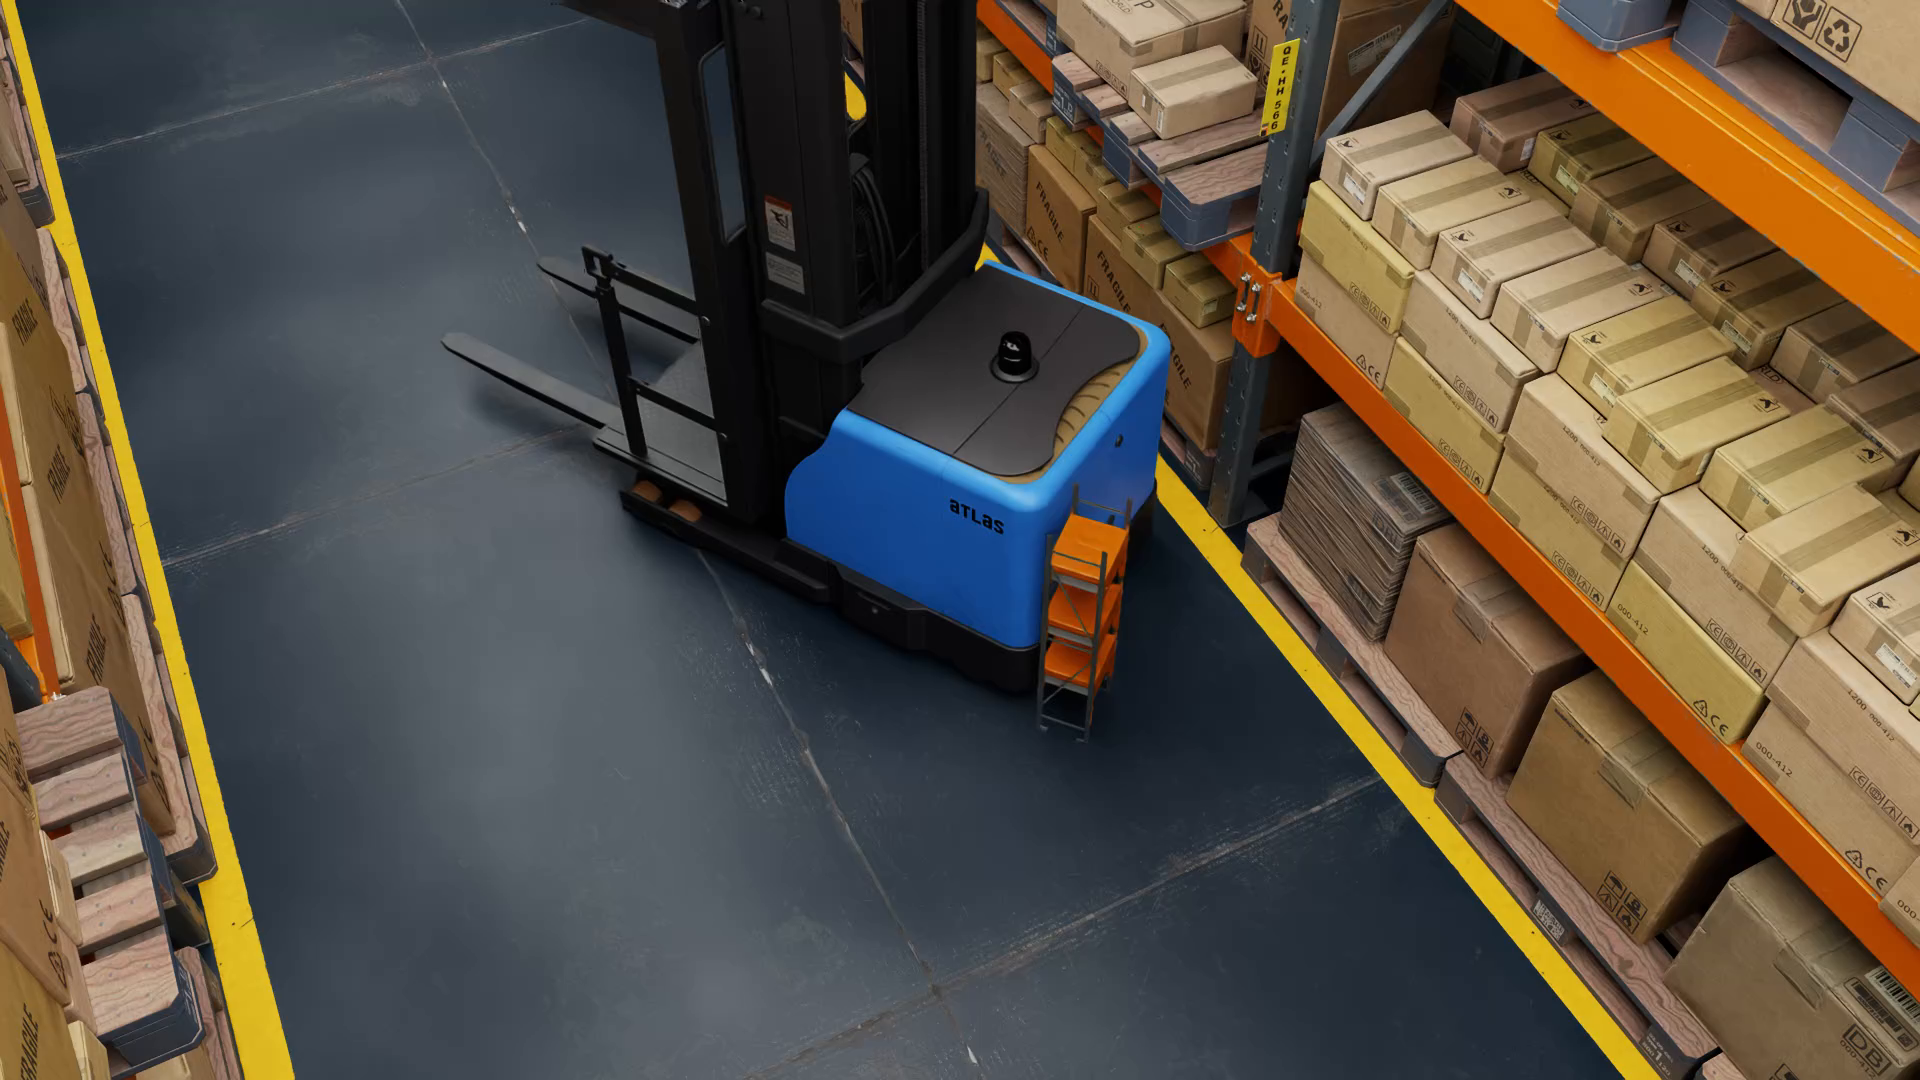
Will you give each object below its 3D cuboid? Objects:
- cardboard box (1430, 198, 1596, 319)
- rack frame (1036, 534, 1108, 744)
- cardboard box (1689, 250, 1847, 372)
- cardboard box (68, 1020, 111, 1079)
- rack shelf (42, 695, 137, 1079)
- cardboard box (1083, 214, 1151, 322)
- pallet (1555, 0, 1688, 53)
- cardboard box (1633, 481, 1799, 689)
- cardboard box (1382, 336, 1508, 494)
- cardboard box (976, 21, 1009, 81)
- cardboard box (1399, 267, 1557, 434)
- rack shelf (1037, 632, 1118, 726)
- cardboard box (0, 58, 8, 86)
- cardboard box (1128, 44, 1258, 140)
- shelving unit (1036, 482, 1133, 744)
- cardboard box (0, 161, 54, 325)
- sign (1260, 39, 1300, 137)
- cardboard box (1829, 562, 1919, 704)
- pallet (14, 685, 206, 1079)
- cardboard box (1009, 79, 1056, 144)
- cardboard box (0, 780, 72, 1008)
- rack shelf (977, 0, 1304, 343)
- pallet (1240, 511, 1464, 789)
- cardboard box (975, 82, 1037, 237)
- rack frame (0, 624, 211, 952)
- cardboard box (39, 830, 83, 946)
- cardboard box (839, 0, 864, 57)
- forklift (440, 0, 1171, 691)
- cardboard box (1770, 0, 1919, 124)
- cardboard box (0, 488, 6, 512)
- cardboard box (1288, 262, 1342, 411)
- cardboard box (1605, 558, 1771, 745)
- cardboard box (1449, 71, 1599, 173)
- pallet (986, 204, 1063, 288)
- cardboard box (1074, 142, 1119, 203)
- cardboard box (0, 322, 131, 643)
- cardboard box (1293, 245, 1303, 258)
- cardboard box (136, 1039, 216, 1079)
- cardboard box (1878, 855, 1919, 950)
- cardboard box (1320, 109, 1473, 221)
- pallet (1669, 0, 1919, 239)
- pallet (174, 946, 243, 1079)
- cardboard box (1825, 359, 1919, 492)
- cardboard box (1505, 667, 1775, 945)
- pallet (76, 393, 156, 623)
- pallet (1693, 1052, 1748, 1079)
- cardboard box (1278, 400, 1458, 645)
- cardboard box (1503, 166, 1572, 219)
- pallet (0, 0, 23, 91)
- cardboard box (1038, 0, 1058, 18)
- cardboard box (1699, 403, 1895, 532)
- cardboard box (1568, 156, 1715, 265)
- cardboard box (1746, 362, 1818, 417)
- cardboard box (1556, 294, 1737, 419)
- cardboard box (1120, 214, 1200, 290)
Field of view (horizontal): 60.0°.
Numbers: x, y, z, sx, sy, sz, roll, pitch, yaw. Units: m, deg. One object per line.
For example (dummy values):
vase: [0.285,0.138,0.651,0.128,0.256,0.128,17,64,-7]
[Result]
cardboard box: [1.619,-0.828,4.877,0.380,0.149,0.250,-20,52,-17]
rack frame: [0.370,0.358,5.632,0.200,1.050,0.008,17,51,15]
cardboard box: [2.309,-0.663,4.733,0.380,0.149,0.250,-21,52,-18]
cardboard box: [-1.992,1.215,3.475,0.380,0.149,0.250,-20,52,-17]
rack shelf: [-2.025,2.050,3.335,1.077,0.370,4.000,-21,52,-18]
cardboard box: [0.867,-1.101,6.994,0.500,0.500,0.500,-22,52,-18]
pallet: [1.862,-1.740,4.304,1.213,0.211,1.003,-19,51,-16]
cardboard box: [2.165,0.053,4.371,0.500,0.250,0.500,-20,52,-17]
cardboard box: [1.683,-0.469,5.160,0.500,0.250,0.500,-22,52,-18]
cardboard box: [0.222,-2.260,7.577,0.380,0.149,0.250,-19,52,-16]
cardboard box: [1.686,-0.636,4.974,0.500,0.250,0.500,-20,52,-16]
rack shelf: [0.417,0.463,5.923,0.215,0.259,0.240,17,51,15]
cardboard box: [-5.373,-2.554,8.307,0.875,0.438,0.875,-23,53,-19]
cardboard box: [0.830,-1.601,5.938,0.380,0.149,0.250,-20,52,-17]
shelving unit: [0.417,0.273,5.706,0.215,1.050,0.252,17,51,15]
cardboard box: [-4.416,-1.254,6.879,0.875,0.875,0.875,-20,52,-16]
sign: [0.993,-1.400,5.157,0.100,0.325,0.005,-21,52,-18]
cardboard box: [2.337,0.196,3.981,0.380,0.149,0.250,-21,52,-17]
pallet: [-2.519,0.978,3.922,1.213,0.211,1.003,-21,52,-18]
cardboard box: [0.439,-1.907,7.269,0.380,0.149,0.250,-23,53,-19]
cardboard box: [-2.239,0.756,3.446,0.500,0.500,0.500,-22,52,-18]
rack shelf: [0.556,-2.340,7.174,1.077,0.370,4.000,-21,52,-18]
pallet: [1.814,0.245,6.288,1.003,0.211,1.213,-21,52,-18]
cardboard box: [0.371,-1.791,7.598,0.500,0.500,0.500,-23,53,-19]
rack frame: [-2.940,0.474,4.235,1.000,3.000,0.127,-21,52,-18]
cardboard box: [-2.239,0.865,3.781,0.380,0.149,0.250,-22,52,-18]
cardboard box: [-0.337,-2.829,8.506,0.500,0.500,0.500,-19,52,-16]
forklift: [-0.759,-1.276,5.812,3.031,2.935,1.130,25,53,20]
cardboard box: [2.052,-1.179,3.277,0.500,0.500,0.500,-20,52,-17]
cardboard box: [-3.191,-0.228,4.949,0.500,0.250,0.500,-23,53,-19]
cardboard box: [1.528,-0.932,6.846,0.500,0.500,0.500,-19,52,-16]
cardboard box: [2.161,0.221,4.556,0.500,0.250,0.500,-20,52,-16]
cardboard box: [1.800,-1.336,5.321,0.380,0.149,0.250,-20,52,-16]
pallet: [0.609,-1.648,7.944,1.003,0.211,1.213,-21,52,-18]
cardboard box: [0.706,-1.566,6.970,0.380,0.149,0.250,-20,52,-16]
cardboard box: [-3.587,-0.054,5.829,0.875,0.875,0.875,-21,52,-17]
cardboard box: [1.510,-1.223,6.670,0.380,0.149,0.250,-19,51,-16]
cardboard box: [-2.690,1.583,4.732,0.950,0.372,0.625,-24,53,-20]
cardboard box: [2.604,0.907,3.956,0.500,0.250,0.500,-21,52,-18]
cardboard box: [1.356,-1.170,5.175,0.380,0.149,0.250,-20,52,-16]
pallet: [2.376,-0.992,3.650,1.003,0.211,1.213,-19,51,-16]
pallet: [-2.584,1.916,4.827,1.003,0.211,1.213,-21,52,-18]
cardboard box: [2.520,-0.315,4.428,0.380,0.149,0.250,-20,52,-17]
cardboard box: [2.359,0.713,5.325,0.875,0.625,0.625,-23,53,-19]
pallet: [-3.788,0.023,6.482,1.003,0.211,1.213,-21,52,-18]
pallet: [2.930,1.878,4.860,1.003,0.211,1.213,-21,52,-18]
cardboard box: [1.745,-0.172,6.099,0.875,0.625,0.625,-20,52,-16]
cardboard box: [1.924,-1.148,5.422,0.500,0.250,0.500,-20,52,-17]
pallet: [-5.611,-2.638,8.810,1.003,0.211,1.213,-21,52,-18]
cardboard box: [0.560,-2.439,6.435,0.797,0.503,0.637,-22,52,-18]
cardboard box: [2.161,-0.169,4.300,0.380,0.149,0.250,-21,52,-18]
cardboard box: [2.084,-1.005,5.032,0.380,0.149,0.250,-21,52,-18]
cardboard box: [2.387,-0.470,4.829,0.500,0.250,0.500,-22,52,-18]
cardboard box: [1.892,-0.500,4.590,0.380,0.149,0.250,-21,52,-17]
cardboard box: [0.868,-1.182,6.634,0.380,0.149,0.250,-24,53,-19]
